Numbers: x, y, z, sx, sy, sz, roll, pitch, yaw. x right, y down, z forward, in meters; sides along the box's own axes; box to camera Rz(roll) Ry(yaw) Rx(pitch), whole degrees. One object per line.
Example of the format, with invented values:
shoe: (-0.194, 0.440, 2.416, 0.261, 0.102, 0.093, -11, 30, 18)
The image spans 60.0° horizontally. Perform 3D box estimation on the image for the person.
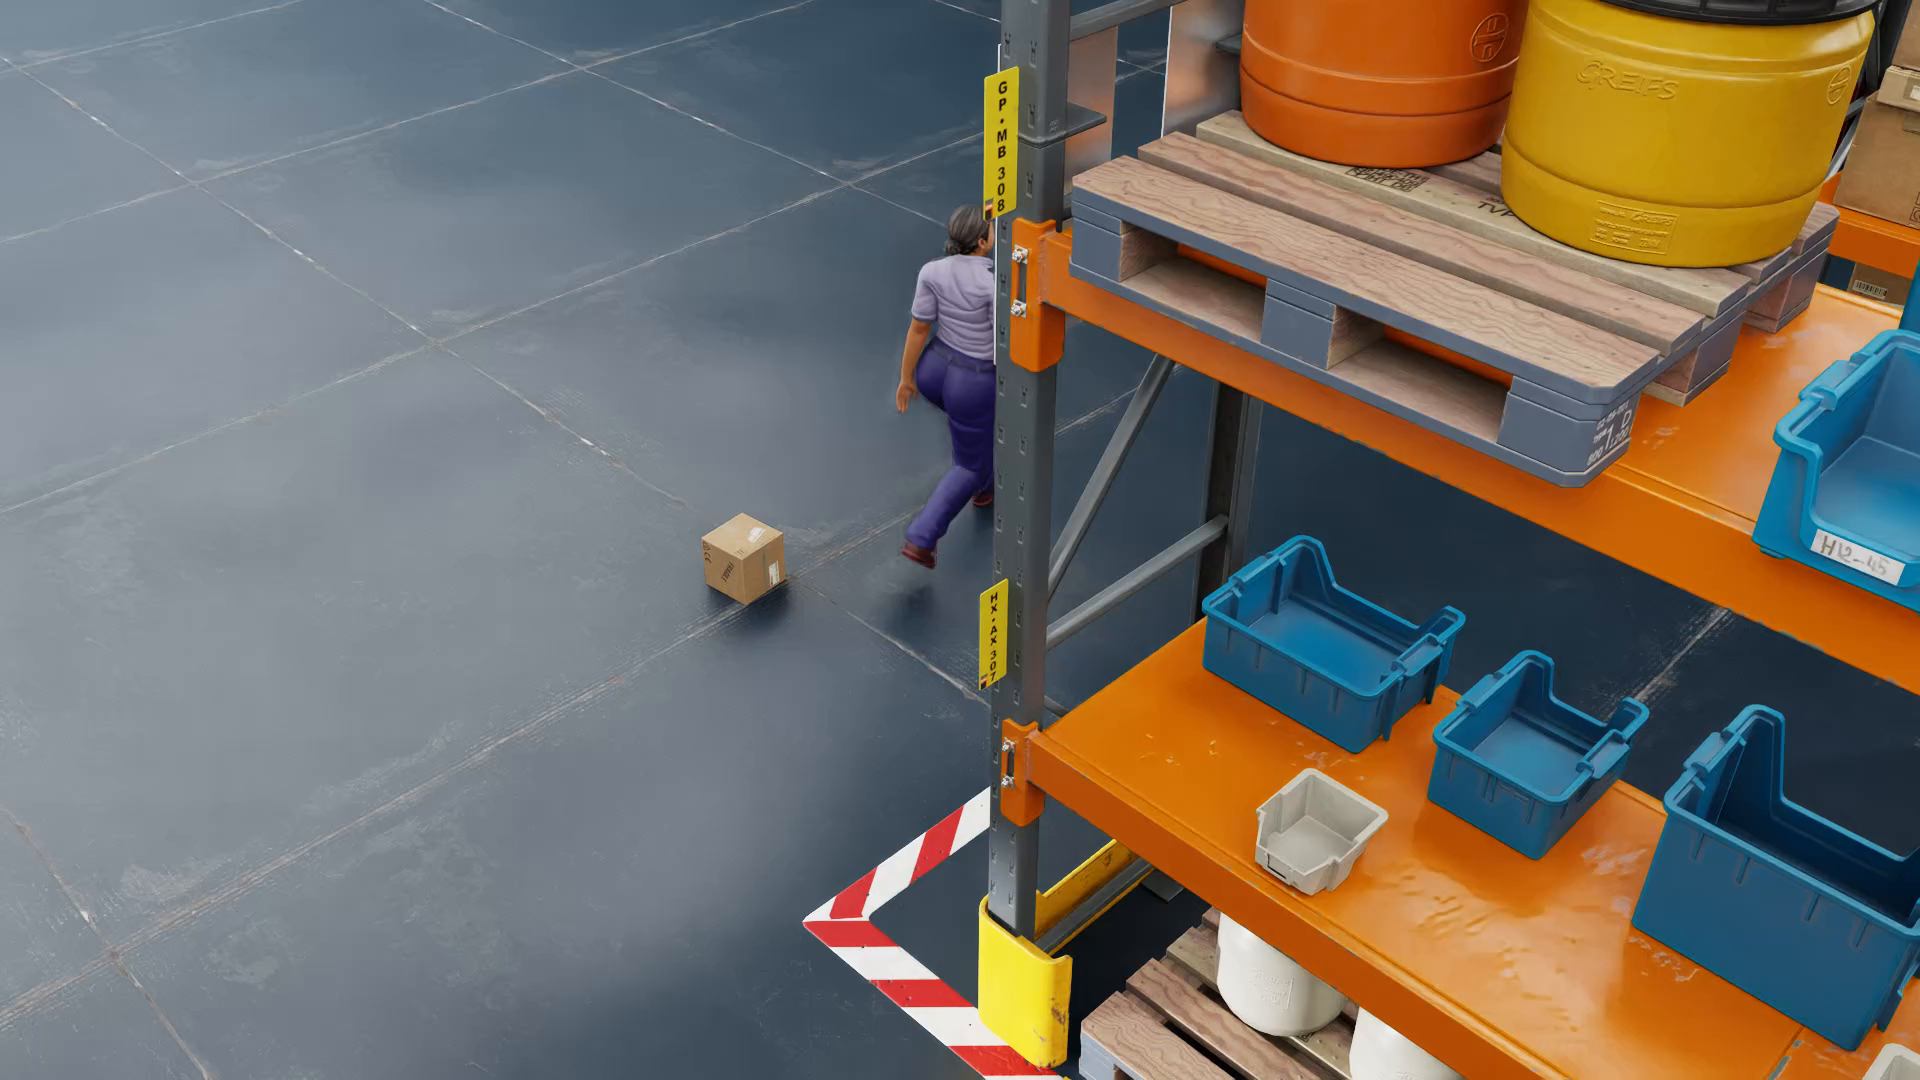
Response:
person: (0.008, -0.670, 7.114, 0.516, 1.586, 1.015, 26, 43, 31)
